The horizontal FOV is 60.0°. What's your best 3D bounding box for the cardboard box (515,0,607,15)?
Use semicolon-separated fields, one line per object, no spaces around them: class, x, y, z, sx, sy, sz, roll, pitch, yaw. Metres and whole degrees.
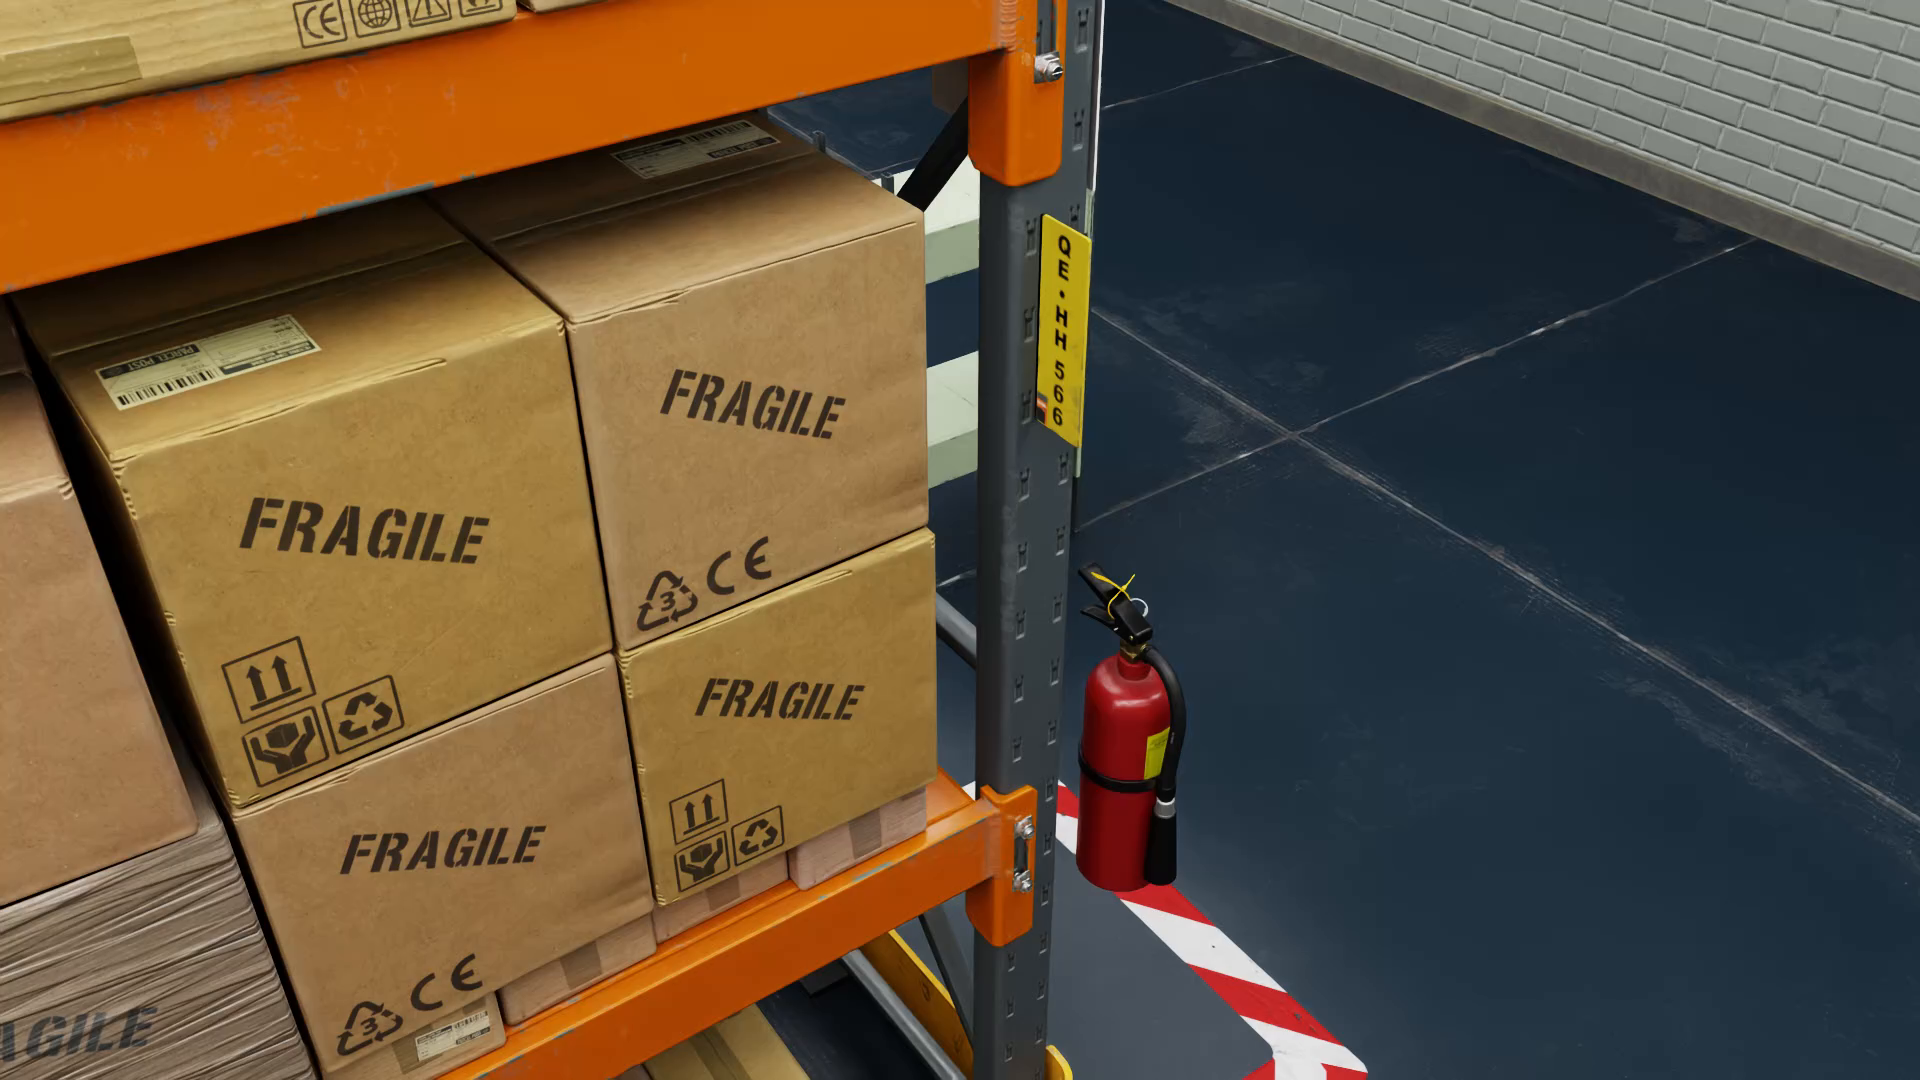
cardboard box;-0.380;-0.837;1.905;0.500;0.250;0.500;-23;42;-29

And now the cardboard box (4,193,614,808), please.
cardboard box;-0.805;-0.084;2.101;0.500;0.500;0.500;-24;42;-29

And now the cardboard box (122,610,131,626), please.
cardboard box;-1.109;0.090;2.715;0.500;0.500;0.500;-22;41;-28

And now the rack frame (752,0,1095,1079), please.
rack frame;-0.161;0.040;3.125;0.127;3.000;1.000;-22;41;-28

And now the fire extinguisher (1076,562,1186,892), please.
fire extinguisher;0.311;0.359;3.068;0.183;0.674;0.296;-22;41;-28

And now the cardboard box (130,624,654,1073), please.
cardboard box;-0.804;0.324;2.391;0.500;0.500;0.500;-23;42;-29

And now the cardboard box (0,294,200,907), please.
cardboard box;-1.225;0.095;1.852;0.500;0.500;0.500;-20;40;-26

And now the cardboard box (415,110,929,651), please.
cardboard box;-0.391;-0.254;2.338;0.500;0.500;0.500;-23;42;-29

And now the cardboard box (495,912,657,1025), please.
cardboard box;-0.685;0.544;2.640;0.250;0.149;0.380;-23;42;-28

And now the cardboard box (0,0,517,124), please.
cardboard box;-0.793;-0.662;1.661;0.500;0.250;0.500;-22;41;-28

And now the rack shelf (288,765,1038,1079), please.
rack shelf;-1.795;1.005;2.400;4.000;0.370;1.077;-22;41;-28

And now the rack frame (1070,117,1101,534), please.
rack frame;0.294;-0.730;5.480;0.023;1.500;0.400;-22;41;-28

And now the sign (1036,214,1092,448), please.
sign;0.143;-0.286;2.317;0.005;0.325;0.100;-22;41;-28

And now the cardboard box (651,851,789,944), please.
cardboard box;-0.489;0.453;2.767;0.250;0.149;0.380;-22;41;-28

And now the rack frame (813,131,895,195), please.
rack frame;-0.305;-0.484;5.138;0.023;1.500;0.400;-22;41;-28

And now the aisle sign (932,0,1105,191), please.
aisle sign;0.072;-0.896;2.201;0.004;0.787;0.394;-22;41;-28

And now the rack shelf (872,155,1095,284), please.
rack shelf;-0.005;-0.923;5.081;0.720;0.370;0.431;-22;41;-28

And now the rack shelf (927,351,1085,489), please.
rack shelf;-0.005;-0.342;5.499;0.720;0.370;0.431;-22;41;-28

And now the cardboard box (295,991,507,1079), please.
cardboard box;-0.881;0.641;2.505;0.250;0.149;0.380;-21;41;-27

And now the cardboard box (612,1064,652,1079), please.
cardboard box;-0.686;1.142;3.166;0.250;0.149;0.380;-22;41;-27

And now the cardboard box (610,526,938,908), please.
cardboard box;-0.380;0.153;2.628;0.500;0.500;0.500;-21;41;-27

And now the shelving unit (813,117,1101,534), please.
shelving unit;-0.005;-0.607;5.309;0.755;1.500;0.431;-22;41;-28

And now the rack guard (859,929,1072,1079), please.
rack guard;-0.223;1.081;3.819;0.348;0.500;1.175;-22;41;-28

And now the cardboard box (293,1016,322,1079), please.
cardboard box;-1.113;0.716;2.401;0.250;0.149;0.380;-24;42;-30

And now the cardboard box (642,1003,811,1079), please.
cardboard box;-0.447;1.085;3.245;0.250;0.149;0.380;-22;41;-27

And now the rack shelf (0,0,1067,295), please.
rack shelf;-1.795;-0.213;1.524;4.000;0.370;1.077;-22;41;-28

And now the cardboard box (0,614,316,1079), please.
cardboard box;-1.212;0.499;2.147;0.500;0.500;0.500;-22;41;-28

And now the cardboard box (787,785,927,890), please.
cardboard box;-0.264;0.387;2.858;0.250;0.149;0.380;-22;41;-28
